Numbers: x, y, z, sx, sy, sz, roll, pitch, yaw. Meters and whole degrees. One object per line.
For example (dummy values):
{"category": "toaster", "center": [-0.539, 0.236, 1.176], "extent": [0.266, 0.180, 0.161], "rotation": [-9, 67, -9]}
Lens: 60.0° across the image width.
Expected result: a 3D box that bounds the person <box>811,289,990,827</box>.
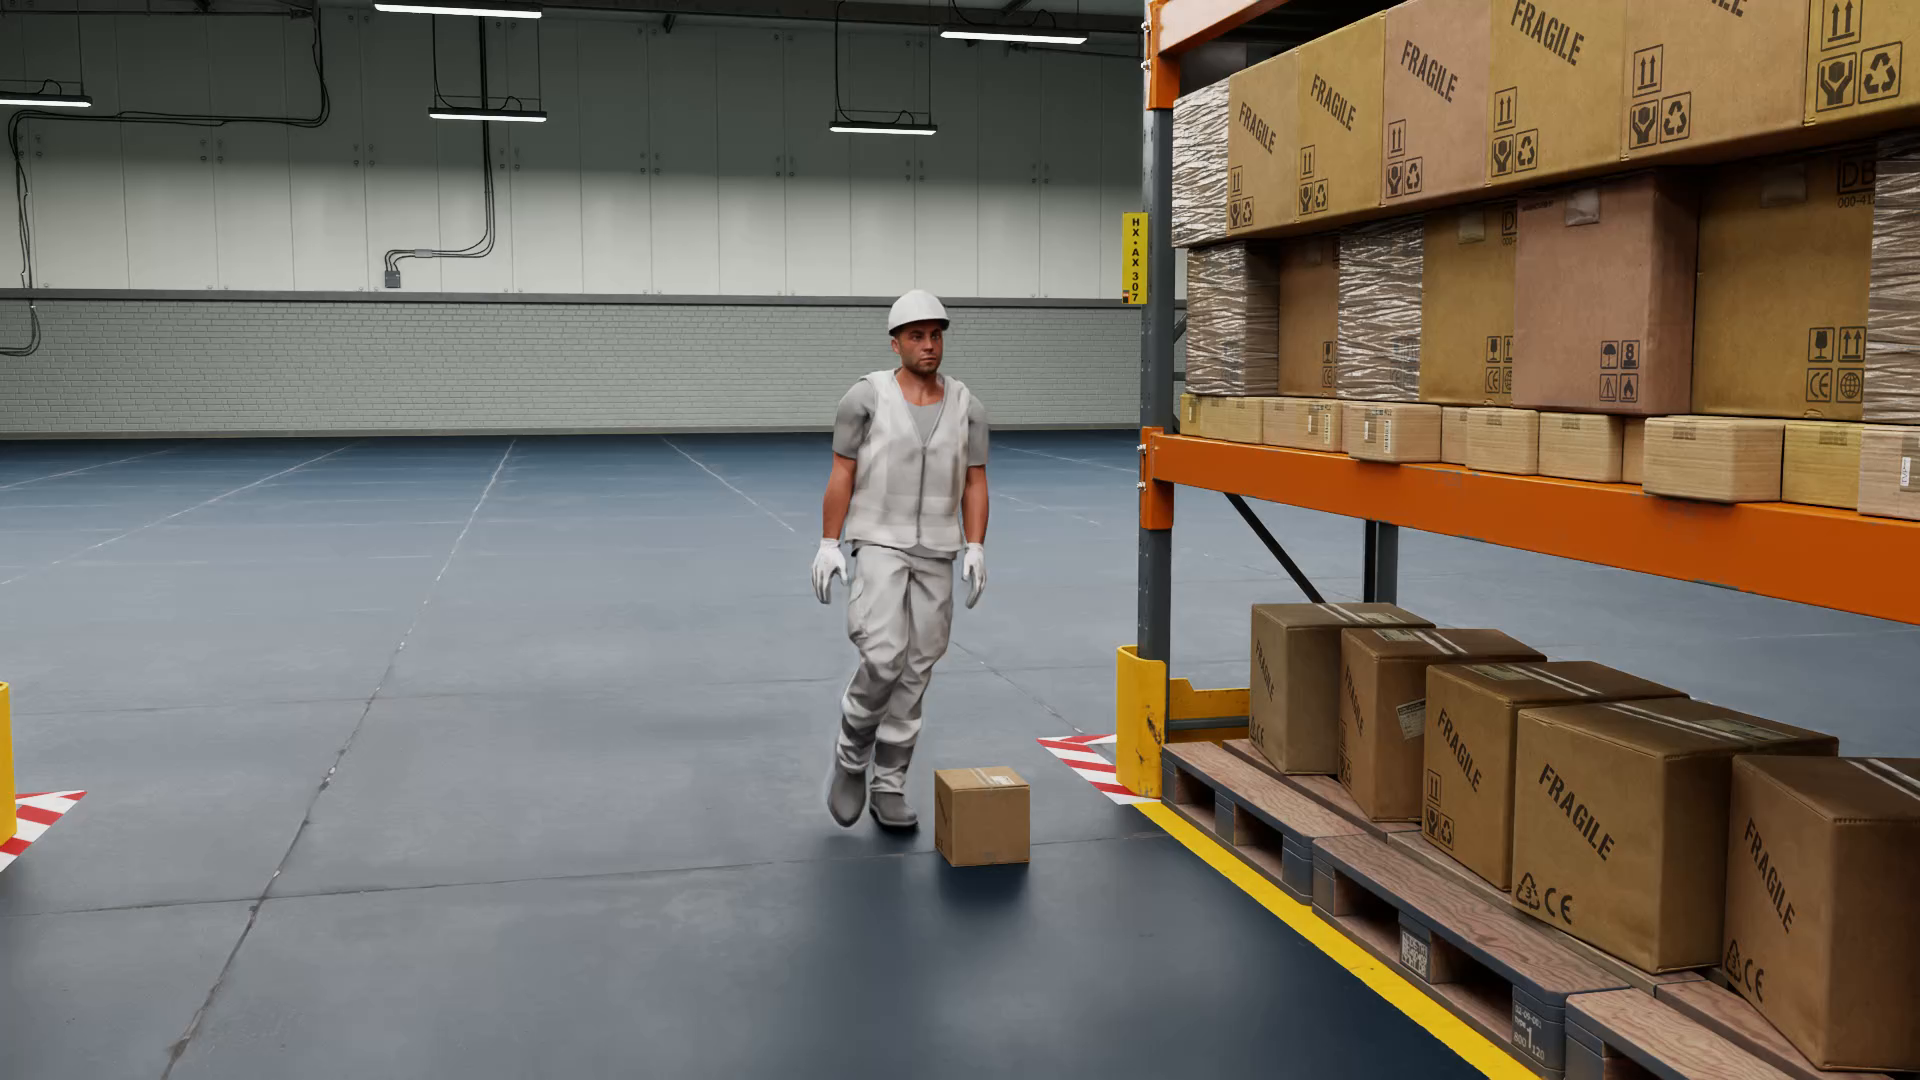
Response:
{"category": "person", "center": [-0.161, 0.068, 5.529], "extent": [0.603, 1.788, 0.461], "rotation": [-3, 7, -22]}
